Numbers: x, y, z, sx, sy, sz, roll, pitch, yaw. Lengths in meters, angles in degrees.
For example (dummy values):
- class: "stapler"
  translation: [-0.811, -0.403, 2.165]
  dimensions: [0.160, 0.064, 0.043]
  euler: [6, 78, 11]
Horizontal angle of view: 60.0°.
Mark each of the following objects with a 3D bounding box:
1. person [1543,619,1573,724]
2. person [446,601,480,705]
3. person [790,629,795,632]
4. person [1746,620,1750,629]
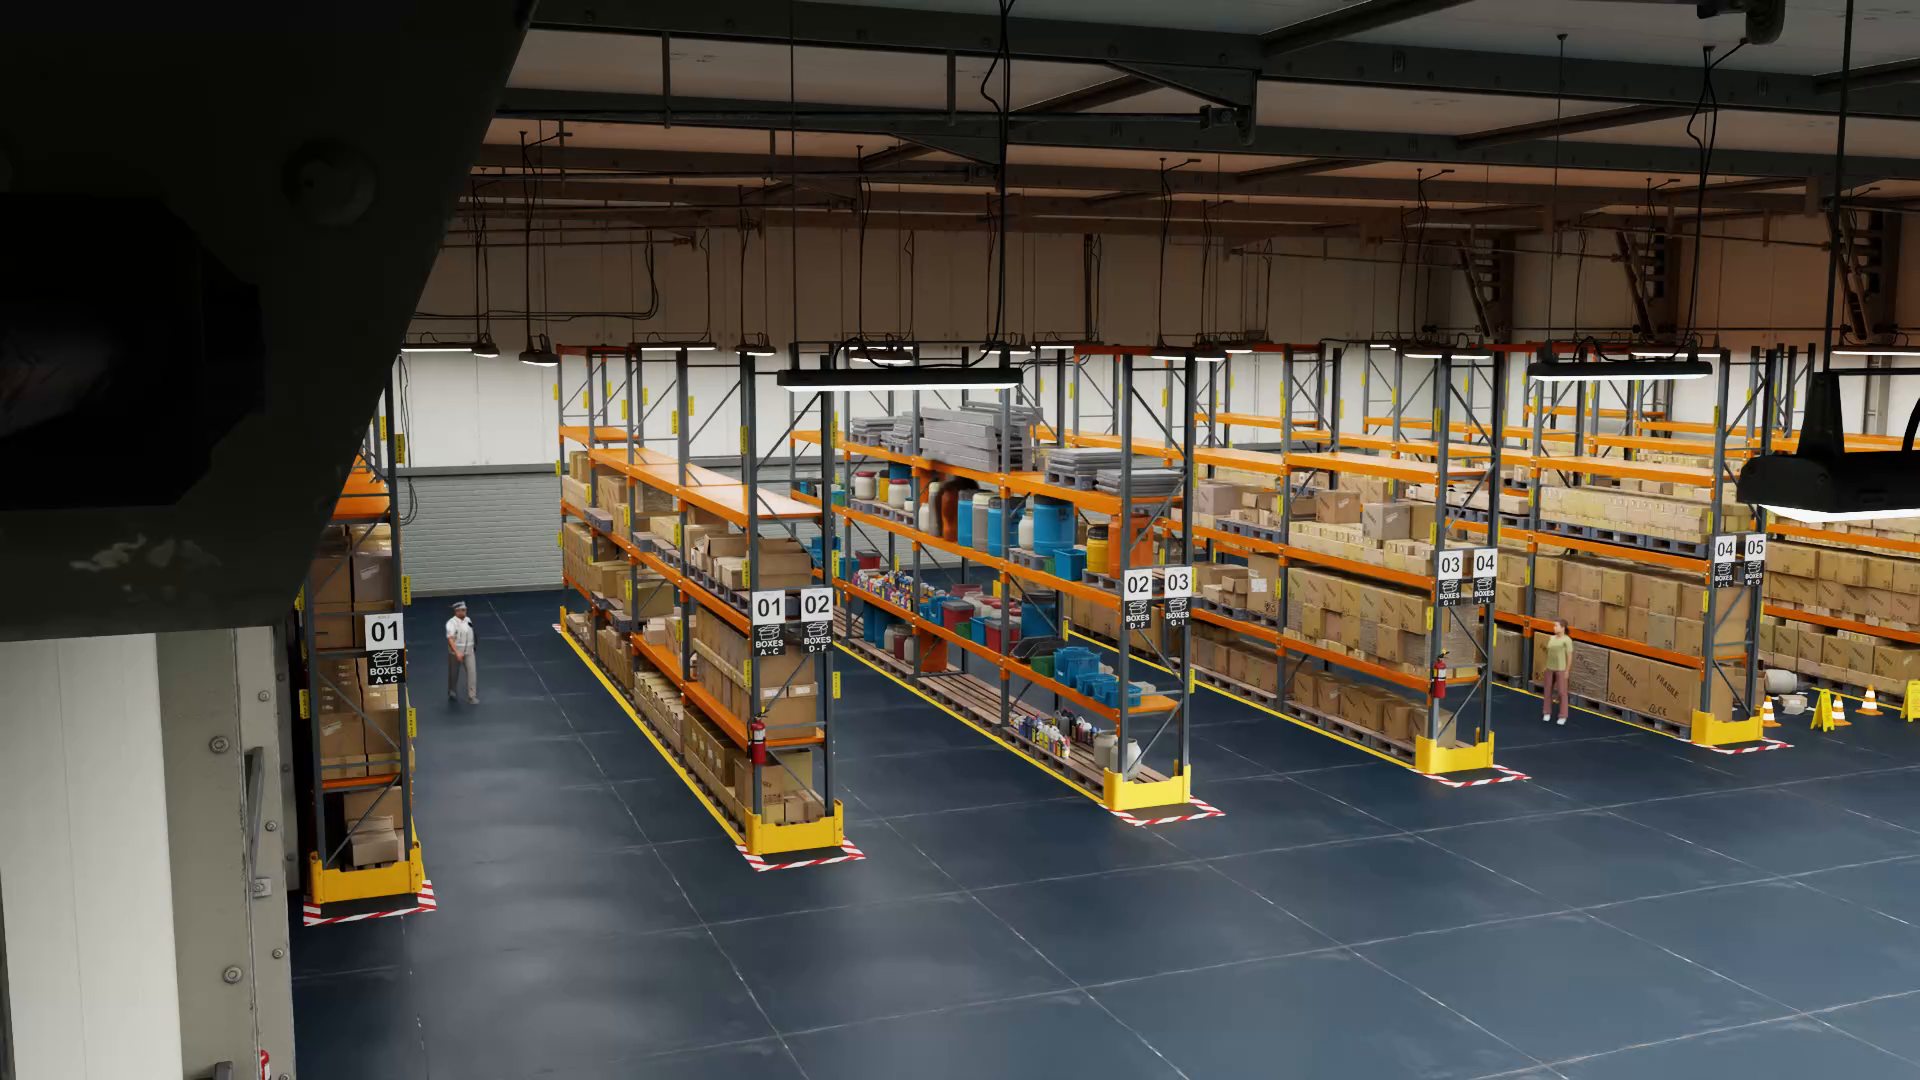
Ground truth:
- class: "person"
  translation: [9.624, 2.100, 26.796]
  dimensions: [0.376, 1.677, 0.482]
  euler: [-6, 10, -40]
- class: "person"
  translation: [-8.449, 1.896, 28.187]
  dimensions: [0.513, 1.717, 1.033]
  euler: [-4, 8, -29]
- class: "person"
  translation: [-2.675, 2.097, 26.757]
  dimensions: [0.417, 1.680, 0.521]
  euler: [2, 8, 17]
- class: "person"
  translation: [15.975, 1.246, 33.512]
  dimensions: [0.649, 1.675, 0.460]
  euler: [3, 8, 23]
